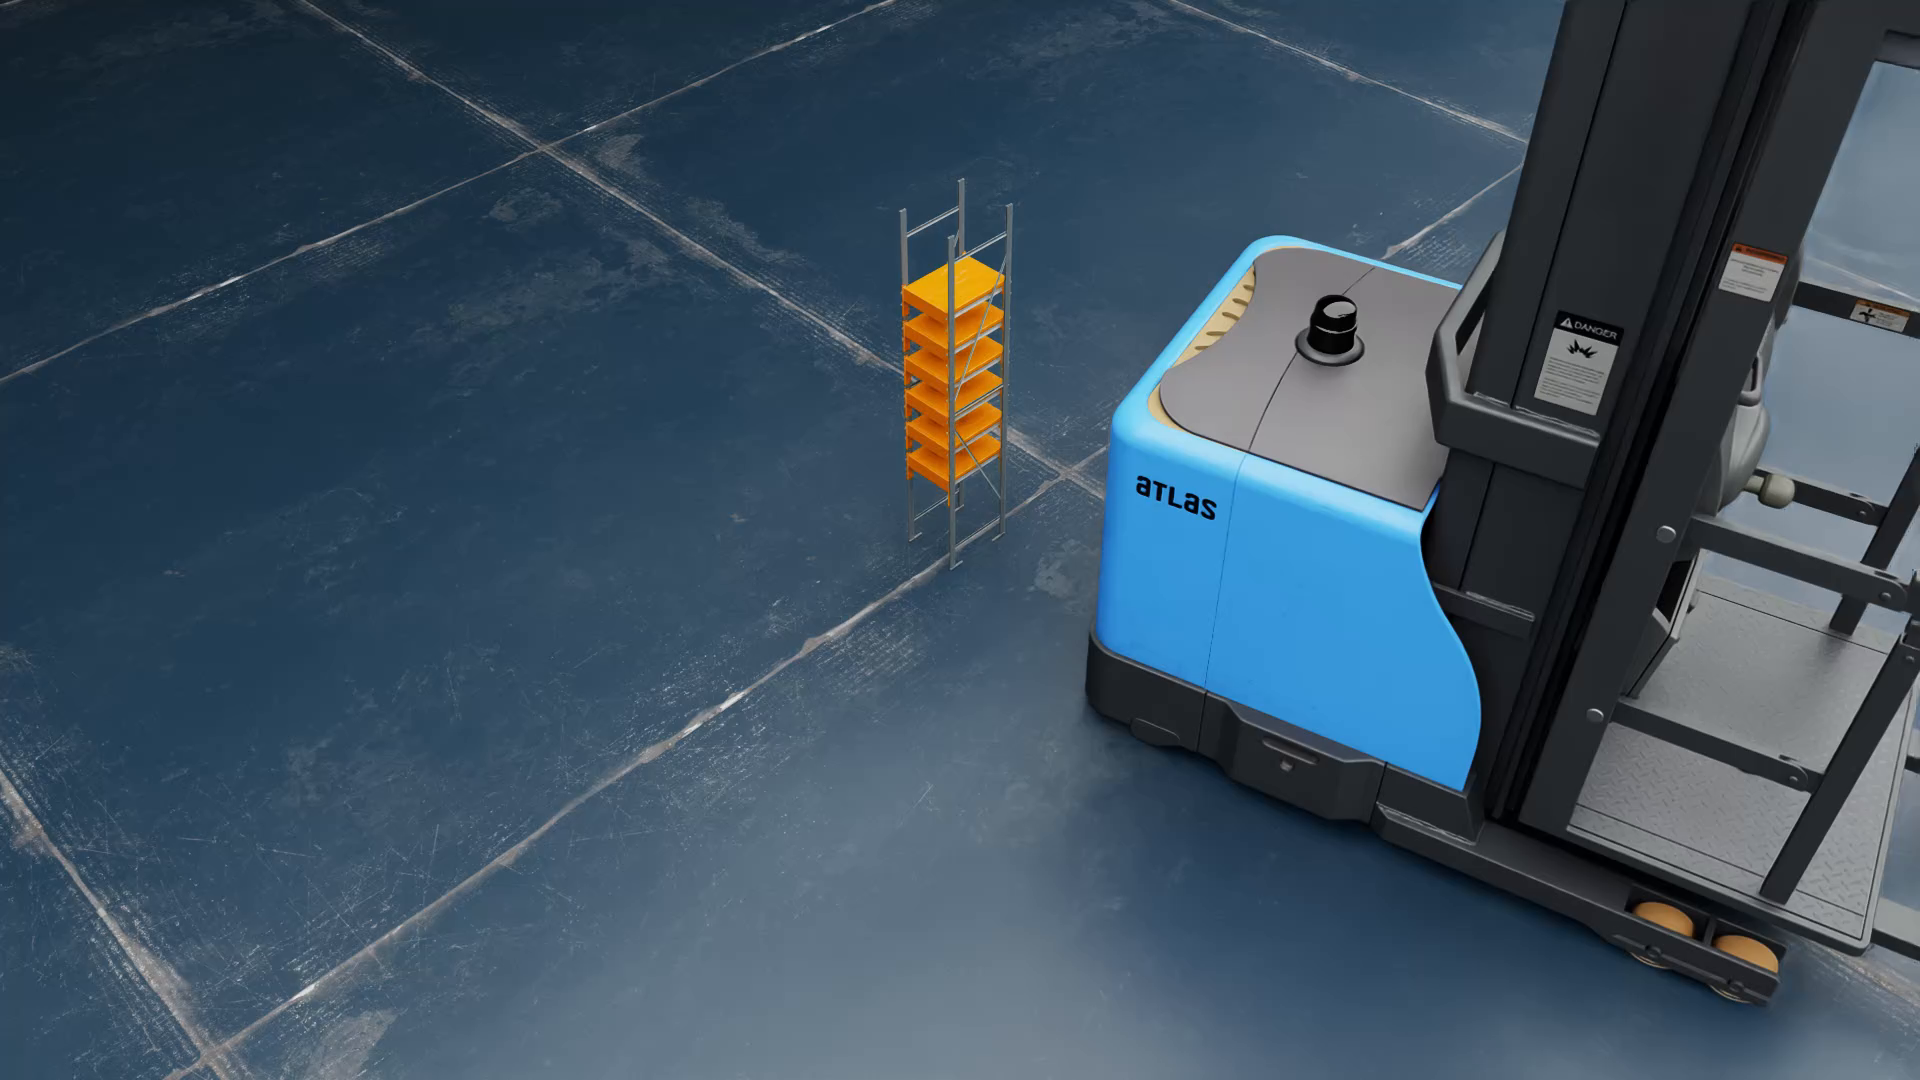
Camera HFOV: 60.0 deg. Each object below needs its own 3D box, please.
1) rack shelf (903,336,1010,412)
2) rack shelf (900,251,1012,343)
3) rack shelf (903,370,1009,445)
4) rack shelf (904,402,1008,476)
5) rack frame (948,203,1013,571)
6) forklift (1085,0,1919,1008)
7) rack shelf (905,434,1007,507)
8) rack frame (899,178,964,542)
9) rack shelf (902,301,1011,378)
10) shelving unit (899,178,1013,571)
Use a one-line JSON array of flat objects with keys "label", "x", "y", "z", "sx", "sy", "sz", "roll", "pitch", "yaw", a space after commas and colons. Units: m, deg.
[{"label": "rack shelf", "x": -0.010, "y": -0.503, "z": 4.799, "sx": 0.258, "sy": 0.103, "sz": 0.180, "roll": -34, "pitch": 53, "yaw": -31}, {"label": "rack shelf", "x": -0.010, "y": -0.679, "z": 4.636, "sx": 0.258, "sy": 0.103, "sz": 0.180, "roll": -34, "pitch": 53, "yaw": -31}, {"label": "rack shelf", "x": -0.010, "y": -0.415, "z": 4.880, "sx": 0.258, "sy": 0.103, "sz": 0.180, "roll": -34, "pitch": 53, "yaw": -31}, {"label": "rack shelf", "x": -0.010, "y": -0.327, "z": 4.962, "sx": 0.258, "sy": 0.103, "sz": 0.180, "roll": -34, "pitch": 53, "yaw": -31}, {"label": "rack frame", "x": 0.054, "y": -0.404, "z": 4.803, "sx": 0.240, "sy": 1.200, "sz": 0.006, "roll": -34, "pitch": 53, "yaw": -31}, {"label": "forklift", "x": 1.890, "y": -0.372, "z": 3.493, "sx": 3.031, "sy": 2.935, "sz": 1.130, "roll": 21, "pitch": 47, "yaw": 21}, {"label": "rack shelf", "x": -0.010, "y": -0.239, "z": 5.043, "sx": 0.258, "sy": 0.103, "sz": 0.180, "roll": -34, "pitch": 53, "yaw": -31}, {"label": "rack frame", "x": -0.075, "y": -0.492, "z": 4.898, "sx": 0.240, "sy": 1.200, "sz": 0.006, "roll": -34, "pitch": 53, "yaw": -31}, {"label": "rack shelf", "x": -0.010, "y": -0.591, "z": 4.718, "sx": 0.258, "sy": 0.103, "sz": 0.180, "roll": -34, "pitch": 53, "yaw": -31}, {"label": "shelving unit", "x": -0.010, "y": -0.448, "z": 4.850, "sx": 0.258, "sy": 1.200, "sz": 0.189, "roll": -34, "pitch": 53, "yaw": -31}]
